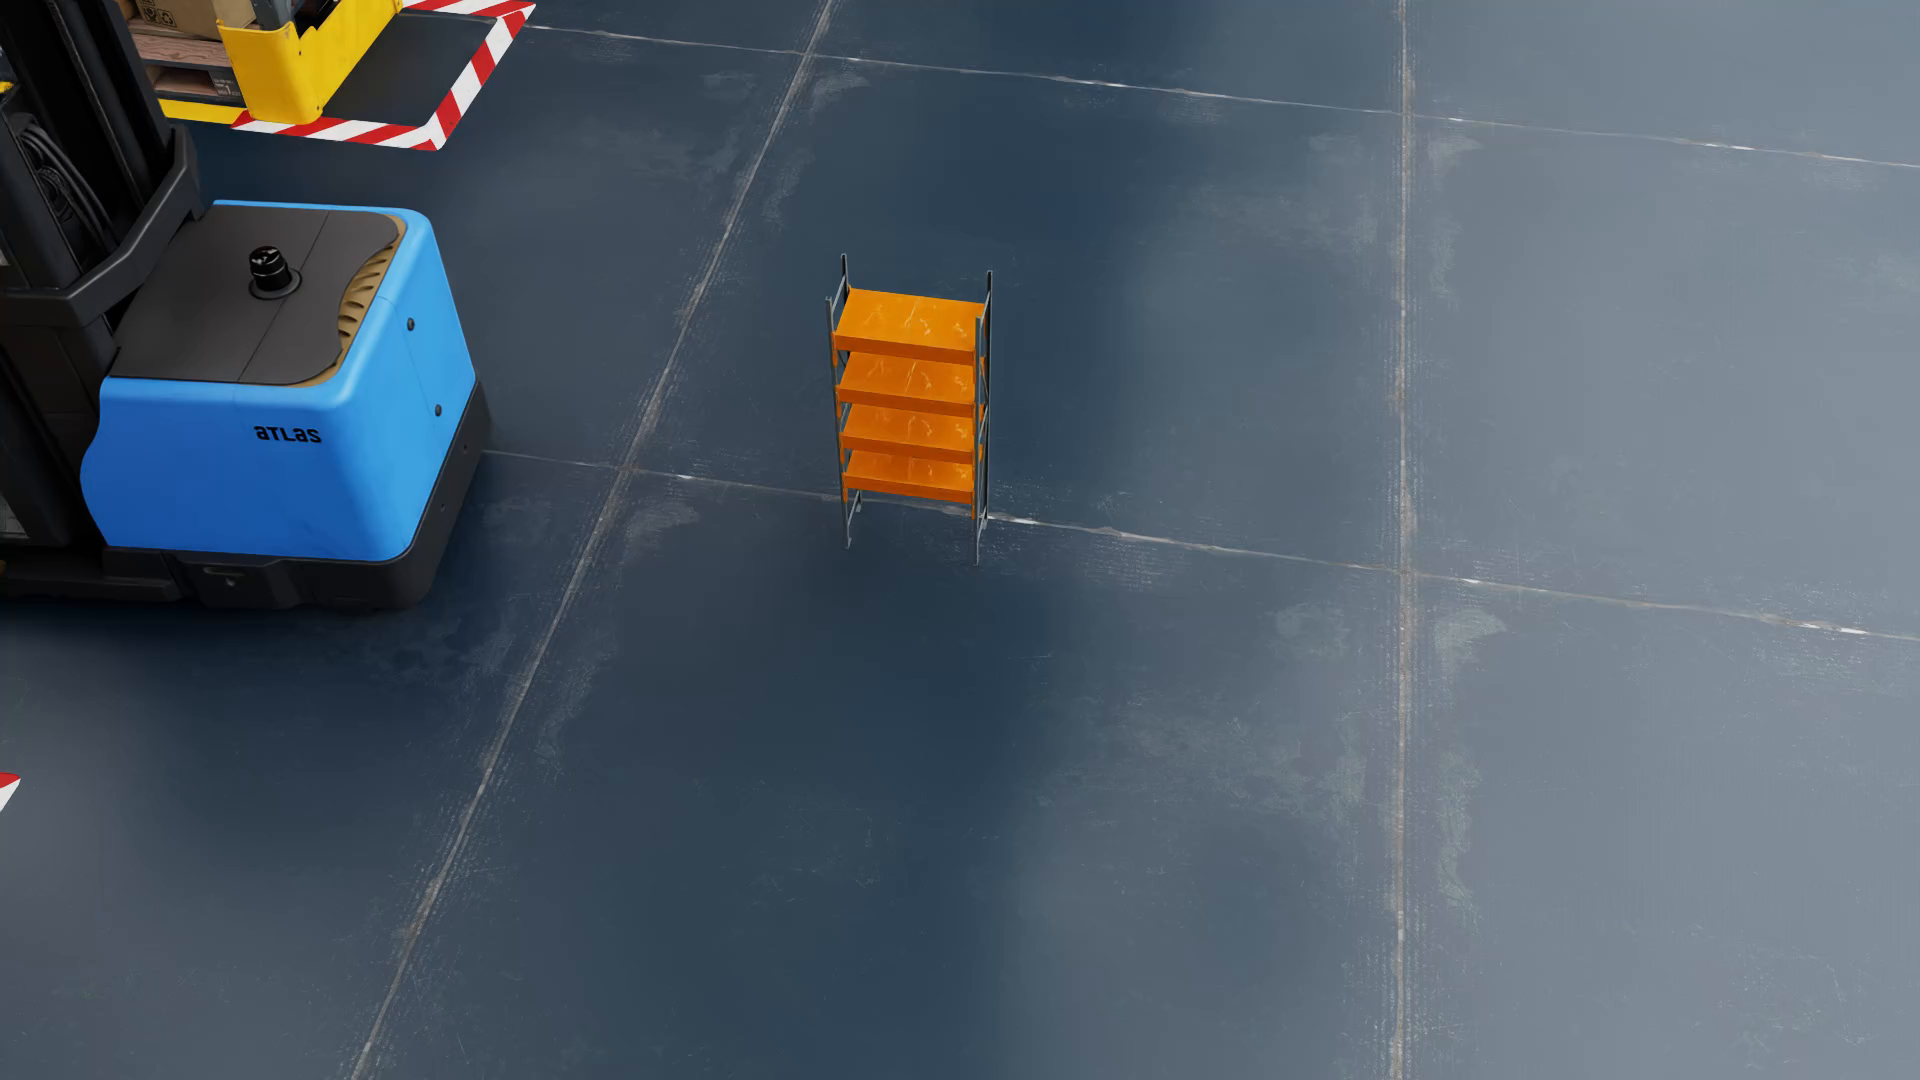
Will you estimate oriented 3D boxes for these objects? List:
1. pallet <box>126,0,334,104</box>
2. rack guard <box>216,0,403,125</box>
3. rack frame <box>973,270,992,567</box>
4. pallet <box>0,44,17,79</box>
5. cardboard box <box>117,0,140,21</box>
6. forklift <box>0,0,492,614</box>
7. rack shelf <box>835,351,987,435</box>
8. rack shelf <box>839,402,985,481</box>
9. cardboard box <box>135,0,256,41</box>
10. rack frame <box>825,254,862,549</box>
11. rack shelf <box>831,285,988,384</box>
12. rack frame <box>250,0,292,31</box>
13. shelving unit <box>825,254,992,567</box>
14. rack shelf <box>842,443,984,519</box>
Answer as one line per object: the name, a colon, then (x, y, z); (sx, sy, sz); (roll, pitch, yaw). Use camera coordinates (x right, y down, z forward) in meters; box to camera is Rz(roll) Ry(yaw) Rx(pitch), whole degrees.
pallet: (-3.998, -2.656, 8.495); (1.213, 0.211, 1.003); (8, 49, 7)
rack guard: (-3.204, -2.620, 8.268); (0.348, 0.500, 1.175); (8, 49, 7)
rack frame: (0.077, -0.391, 5.794); (0.015, 1.200, 0.240); (8, 49, 7)
pallet: (-5.195, -2.820, 8.642); (1.213, 0.211, 1.003); (8, 49, 7)
cardboard box: (-4.335, -2.899, 8.236); (0.500, 0.500, 0.500); (19, 51, 17)
forklift: (-3.389, -1.156, 5.318); (3.031, 2.935, 1.130); (3, 48, 3)
rack shelf: (-0.163, -0.527, 5.707); (0.480, 0.148, 0.258); (8, 49, 7)
rack shelf: (-0.163, -0.378, 5.873); (0.480, 0.148, 0.258); (8, 49, 7)
cardboard box: (-3.741, -2.845, 8.188); (0.500, 0.500, 0.500); (16, 50, 14)
rack frame: (-0.403, -0.455, 5.852); (0.015, 1.200, 0.240); (8, 49, 7)
rack shelf: (-0.163, -0.686, 5.531); (0.480, 0.148, 0.258); (8, 49, 7)
rack frame: (-3.130, -3.445, 7.329); (0.127, 3.000, 1.000); (8, 49, 7)
shelving unit: (-0.163, -0.423, 5.823); (0.503, 1.200, 0.258); (8, 49, 7)
rack shelf: (-0.163, -0.245, 6.021); (0.480, 0.148, 0.258); (8, 49, 7)
